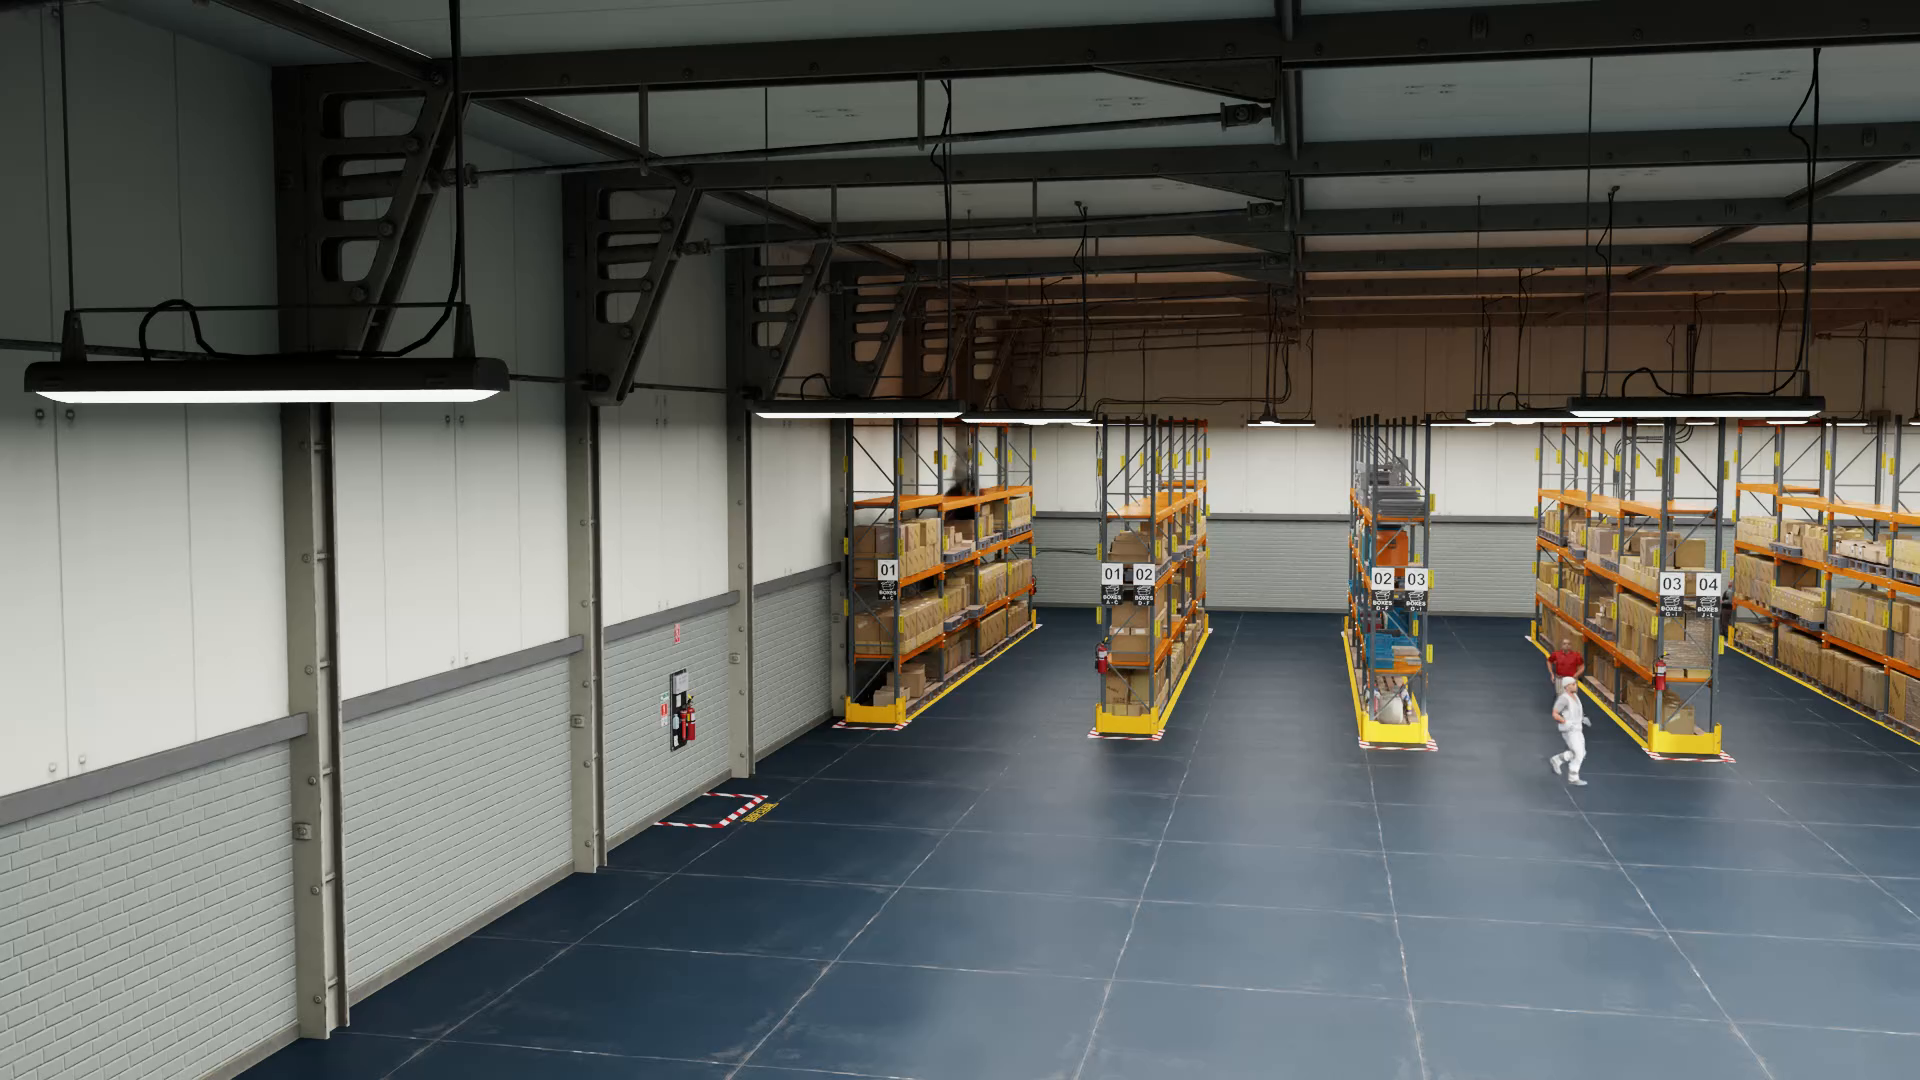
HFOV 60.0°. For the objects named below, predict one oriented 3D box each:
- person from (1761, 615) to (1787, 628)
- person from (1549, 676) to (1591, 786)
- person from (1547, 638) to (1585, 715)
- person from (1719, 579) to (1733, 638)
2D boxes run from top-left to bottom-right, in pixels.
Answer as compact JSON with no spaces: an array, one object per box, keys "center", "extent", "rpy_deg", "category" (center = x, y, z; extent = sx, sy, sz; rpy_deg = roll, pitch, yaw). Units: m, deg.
[{"center":[22.033,1.837,45.031],"extent":[0.892,1.801,0.641],"rpy_deg":[1,4,16],"category":"person"},{"center":[9.810,3.065,26.831],"extent":[0.658,1.741,0.687],"rpy_deg":[-4,5,-43],"category":"person"},{"center":[11.634,2.747,31.926],"extent":[0.671,1.737,0.888],"rpy_deg":[1,4,12],"category":"person"},{"center":[20.918,1.881,45.395],"extent":[0.569,1.687,0.785],"rpy_deg":[2,4,28],"category":"person"}]
